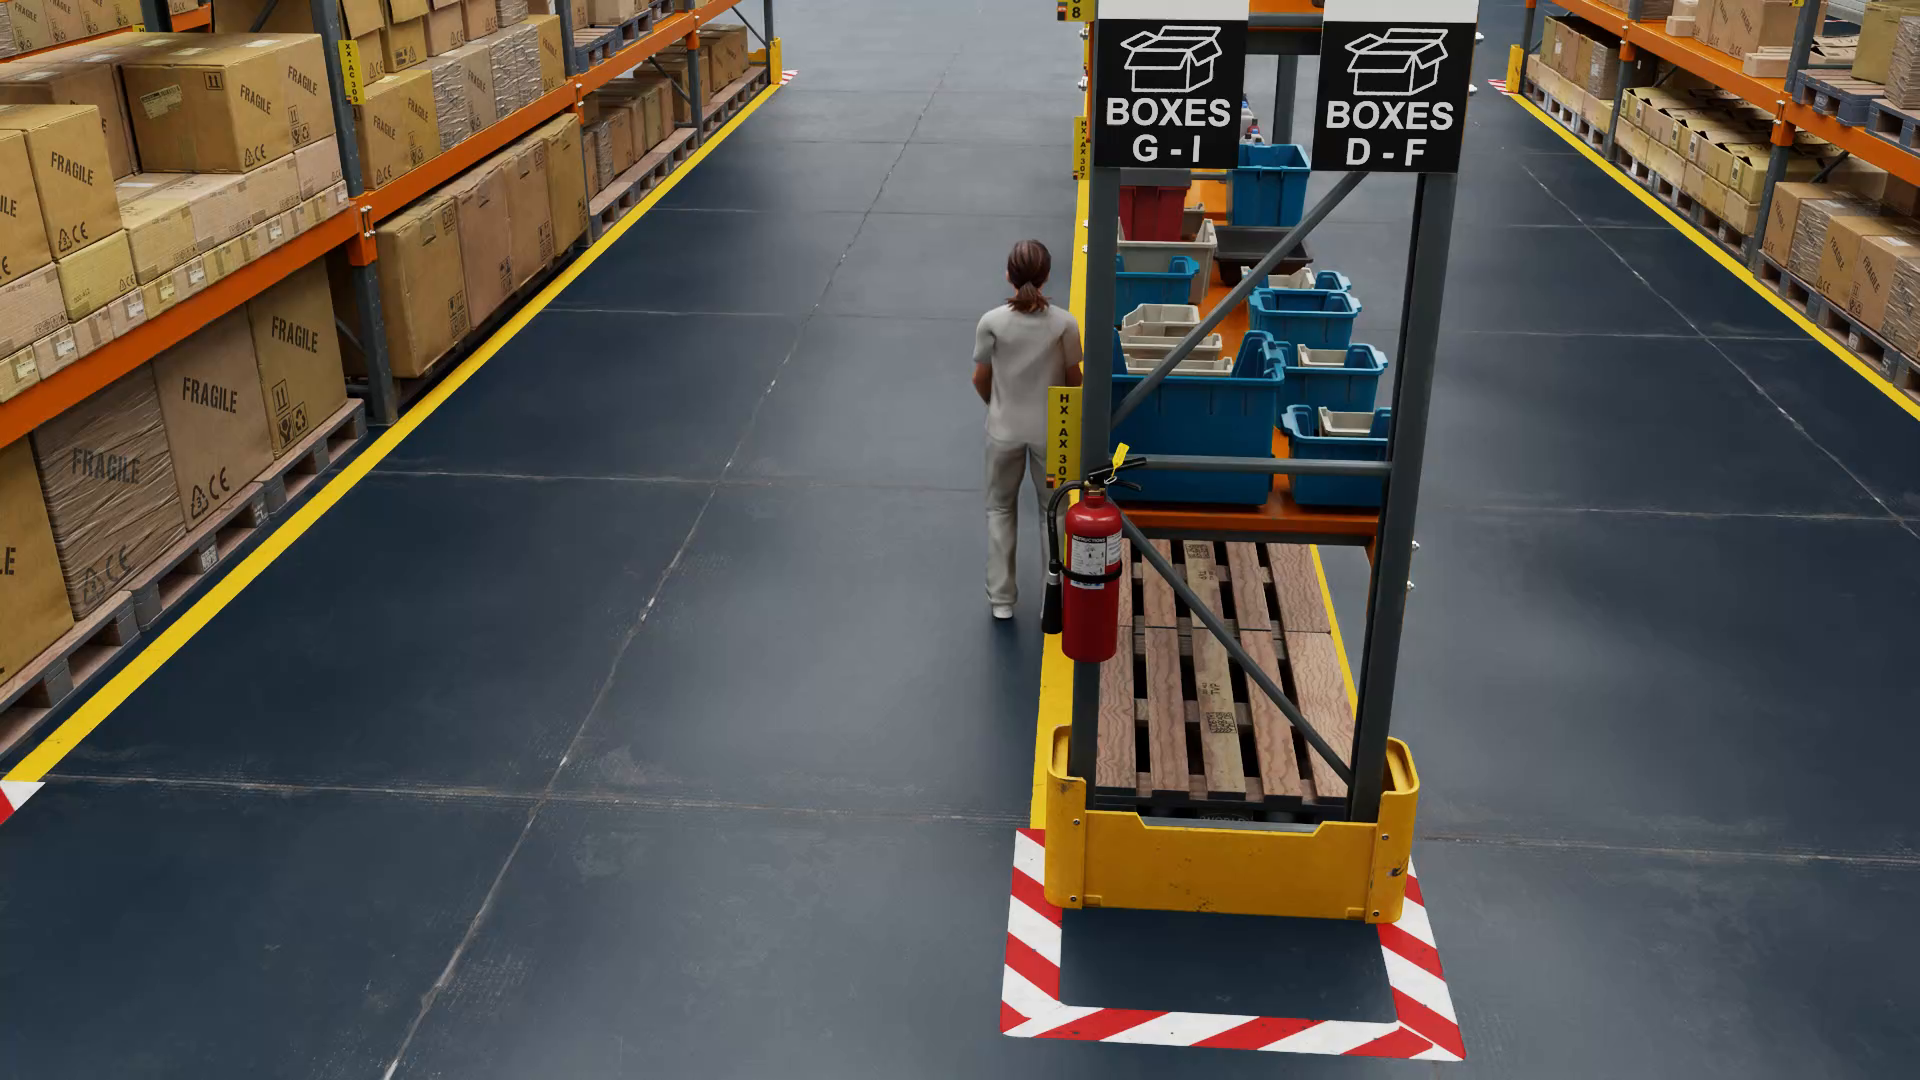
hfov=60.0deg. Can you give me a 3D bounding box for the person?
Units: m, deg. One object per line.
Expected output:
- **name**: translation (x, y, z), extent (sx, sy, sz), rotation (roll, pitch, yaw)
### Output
- **person**: translation (0.287, -0.461, 7.109), extent (0.466, 1.676, 0.412), rotation (1, 25, 3)
